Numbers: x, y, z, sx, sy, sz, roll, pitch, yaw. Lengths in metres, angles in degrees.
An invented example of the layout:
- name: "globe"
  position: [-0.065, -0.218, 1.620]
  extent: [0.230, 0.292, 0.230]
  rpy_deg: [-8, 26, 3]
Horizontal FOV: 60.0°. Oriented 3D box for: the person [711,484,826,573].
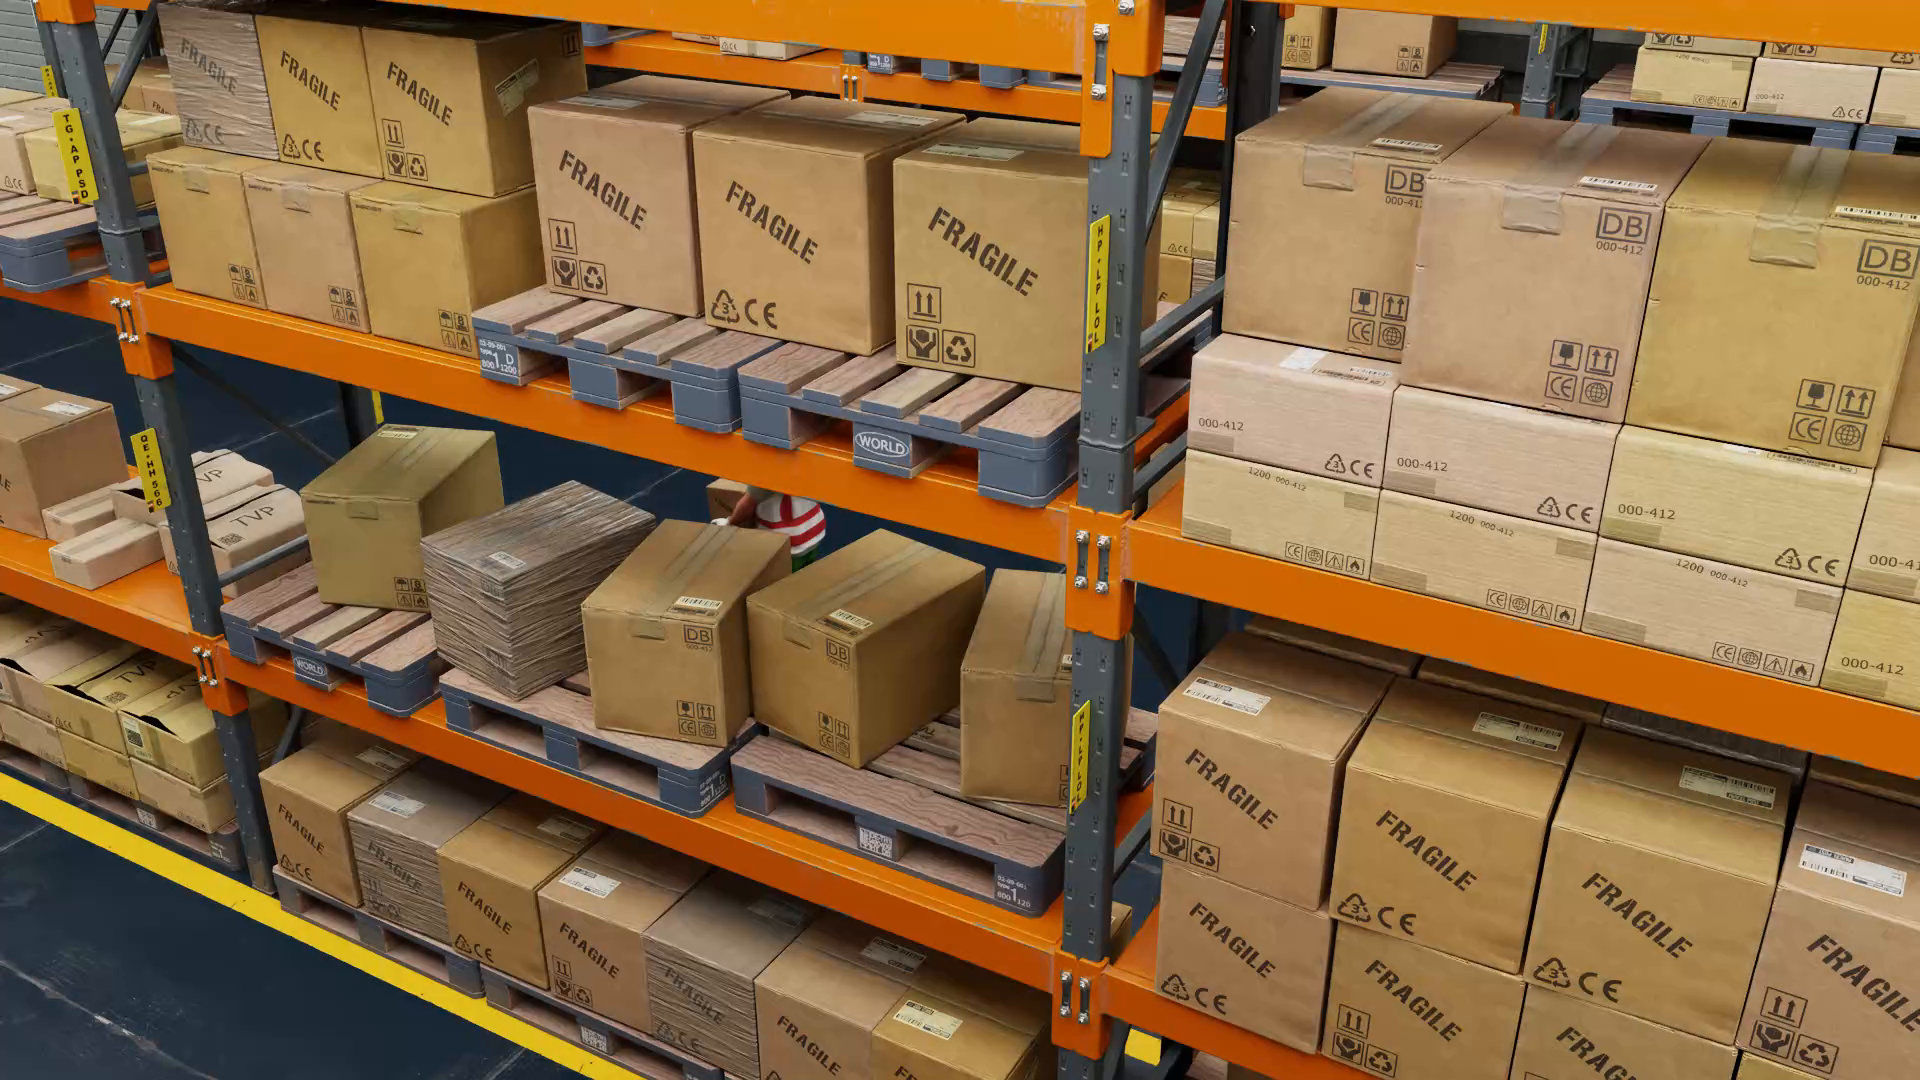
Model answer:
- name: "person"
  position: [-0.977, 0.004, 8.586]
  extent: [0.573, 1.782, 0.494]
  rpy_deg: [14, 30, 26]
